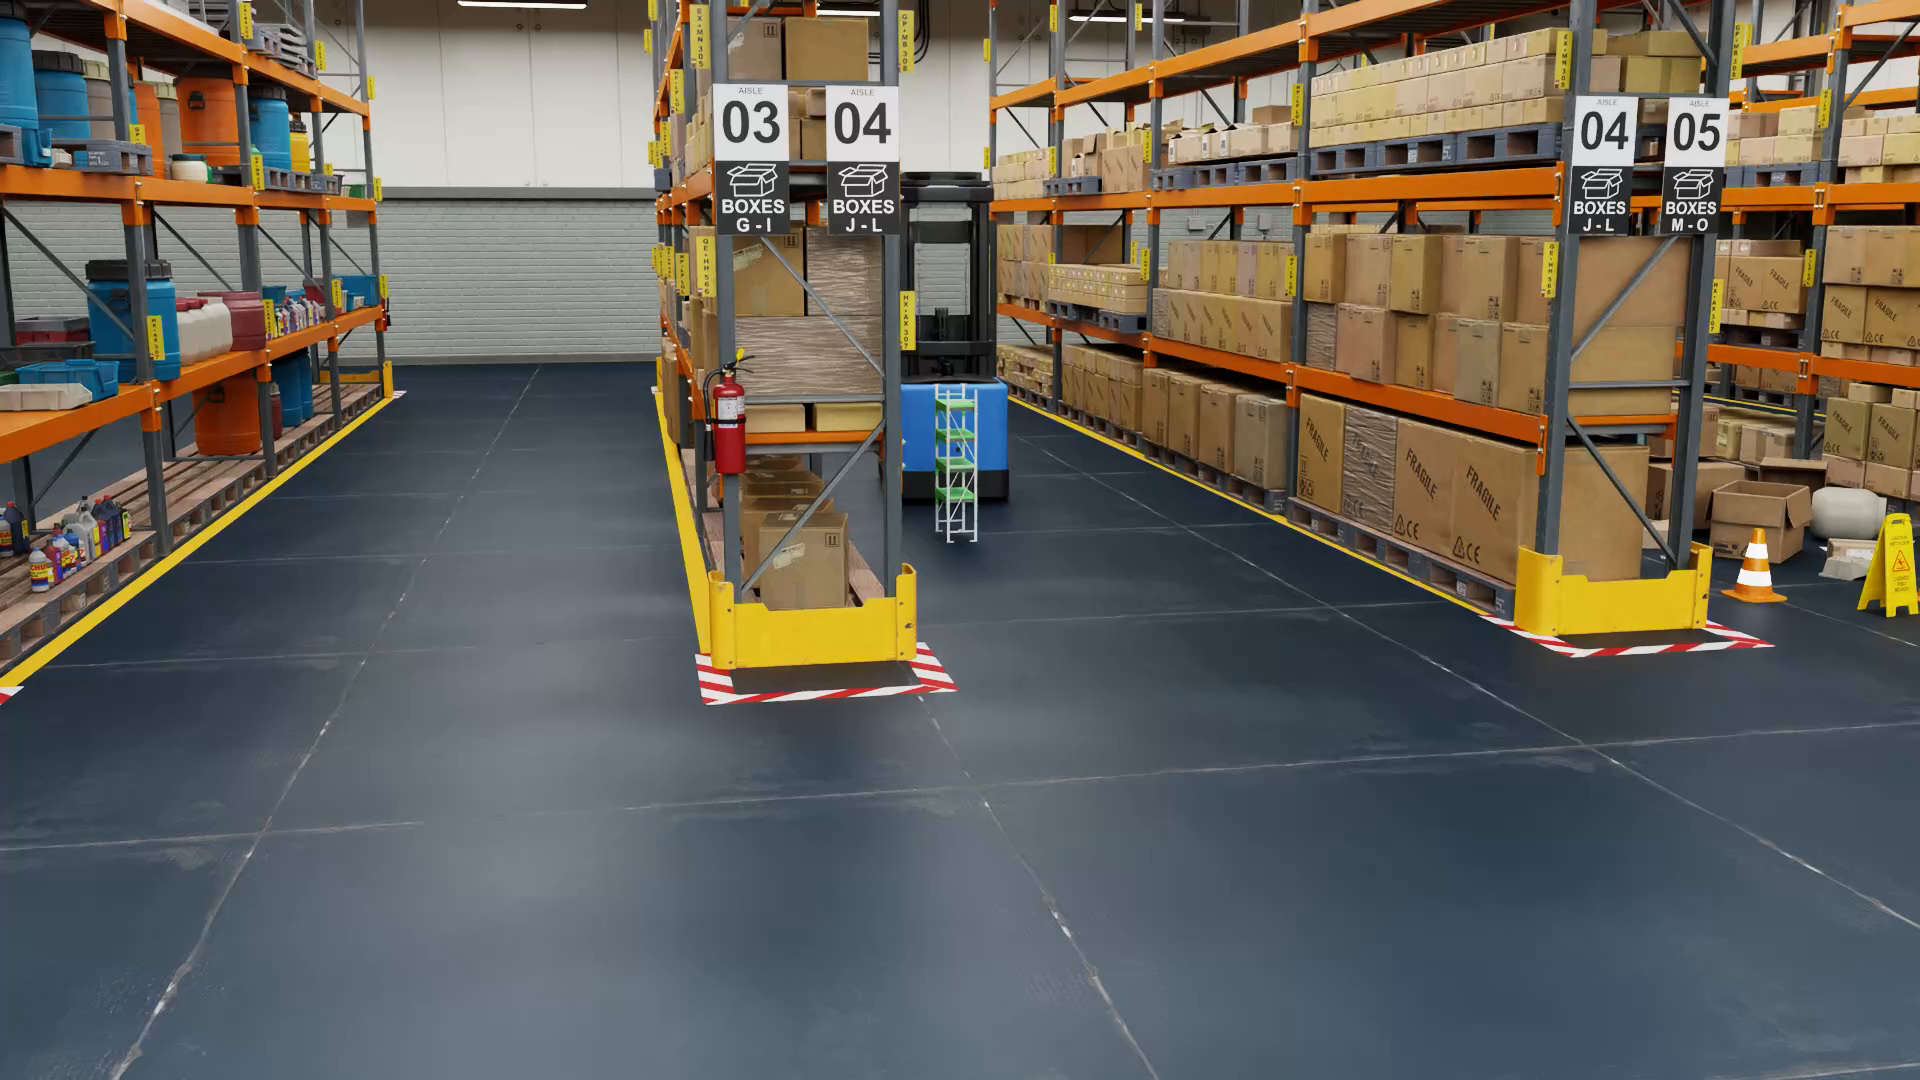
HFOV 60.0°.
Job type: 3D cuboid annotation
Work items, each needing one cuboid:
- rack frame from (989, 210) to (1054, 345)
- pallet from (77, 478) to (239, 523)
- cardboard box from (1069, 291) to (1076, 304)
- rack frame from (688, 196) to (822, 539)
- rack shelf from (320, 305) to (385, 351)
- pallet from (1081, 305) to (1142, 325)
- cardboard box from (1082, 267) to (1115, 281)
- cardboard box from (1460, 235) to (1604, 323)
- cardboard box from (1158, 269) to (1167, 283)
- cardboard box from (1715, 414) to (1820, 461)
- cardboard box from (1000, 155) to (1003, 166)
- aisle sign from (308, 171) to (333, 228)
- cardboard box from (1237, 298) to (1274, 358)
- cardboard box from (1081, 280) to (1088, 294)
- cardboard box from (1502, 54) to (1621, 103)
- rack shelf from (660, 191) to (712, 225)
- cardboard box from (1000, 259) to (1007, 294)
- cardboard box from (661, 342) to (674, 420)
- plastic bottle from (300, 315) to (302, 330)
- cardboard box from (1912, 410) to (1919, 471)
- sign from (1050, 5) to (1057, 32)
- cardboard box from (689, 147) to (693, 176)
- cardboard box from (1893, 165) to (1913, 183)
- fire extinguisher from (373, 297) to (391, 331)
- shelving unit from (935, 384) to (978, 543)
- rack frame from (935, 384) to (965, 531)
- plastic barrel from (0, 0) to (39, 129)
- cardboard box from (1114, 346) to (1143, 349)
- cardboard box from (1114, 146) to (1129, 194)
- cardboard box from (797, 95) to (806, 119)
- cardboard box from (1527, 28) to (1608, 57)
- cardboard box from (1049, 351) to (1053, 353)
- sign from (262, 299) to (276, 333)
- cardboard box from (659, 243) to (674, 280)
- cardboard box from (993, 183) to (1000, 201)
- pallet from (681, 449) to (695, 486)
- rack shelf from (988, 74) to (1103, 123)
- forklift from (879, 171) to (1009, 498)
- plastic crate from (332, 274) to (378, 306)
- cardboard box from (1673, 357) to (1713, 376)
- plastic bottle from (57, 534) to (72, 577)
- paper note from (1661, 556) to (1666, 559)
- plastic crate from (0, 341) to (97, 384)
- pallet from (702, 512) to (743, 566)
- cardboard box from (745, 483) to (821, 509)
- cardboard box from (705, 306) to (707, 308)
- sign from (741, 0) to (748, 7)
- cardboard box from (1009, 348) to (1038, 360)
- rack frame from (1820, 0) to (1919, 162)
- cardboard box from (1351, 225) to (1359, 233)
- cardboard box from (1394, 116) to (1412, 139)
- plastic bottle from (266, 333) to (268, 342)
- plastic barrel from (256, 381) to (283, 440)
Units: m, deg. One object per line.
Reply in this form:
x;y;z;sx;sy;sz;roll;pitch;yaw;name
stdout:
0.941;-3.877;25.546;1.000;3.000;0.127;-2;11;-11;rack frame
-6.900;-0.332;14.374;1.003;0.211;1.213;-2;11;-11;pallet
1.546;-2.948;20.214;0.380;0.149;0.250;-3;11;-14;cardboard box
-1.610;-1.515;13.133;1.000;3.000;0.127;-2;11;-11;rack frame
-8.414;-2.815;21.890;1.077;0.370;4.000;-2;11;-11;rack shelf
2.071;-2.678;19.755;1.003;0.211;1.213;-2;11;-11;pallet
1.652;-3.144;19.648;0.380;0.149;0.250;-2;11;-9;cardboard box
3.821;-1.714;10.891;0.875;0.550;0.550;-2;11;-11;cardboard box
2.447;-3.020;18.999;0.380;0.149;0.250;-3;11;-13;cardboard box
7.863;-1.018;16.430;0.950;0.372;0.625;-1;11;-7;cardboard box
0.793;-5.551;24.316;0.380;0.149;0.250;-2;11;-11;cardboard box
-9.108;-4.815;23.519;0.394;0.787;0.004;-2;11;-11;aisle sign
2.813;-1.904;14.912;0.500;0.500;0.500;-2;11;-12;cardboard box
1.650;-2.997;19.674;0.380;0.149;0.250;-2;11;-12;cardboard box
3.683;-2.824;10.204;0.500;0.250;0.500;-2;11;-10;cardboard box
-2.777;-3.735;18.701;1.077;0.370;4.000;-2;11;-11;rack shelf
0.886;-3.883;24.513;0.500;0.500;0.500;-2;11;-11;cardboard box
-2.848;-1.864;19.527;1.225;0.875;0.875;-3;11;-13;cardboard box
-7.386;-2.439;18.522;0.097;0.201;0.097;0;11;0;plastic bottle
8.175;-0.788;13.540;0.500;0.500;0.500;-2;11;-8;cardboard box
1.183;-6.572;20.950;0.100;0.325;0.005;-2;11;-11;sign
-1.666;-2.726;11.875;0.500;0.250;0.500;-2;11;-12;cardboard box
8.083;-3.068;13.941;0.380;0.149;0.250;-2;11;-11;cardboard box
-8.386;-3.359;24.024;0.296;0.674;0.183;-2;11;-11;fire extinguisher
-0.032;-0.620;13.244;0.258;1.200;0.503;-2;11;-11;shelving unit
-0.080;-0.665;13.479;0.240;1.200;0.015;-2;11;-11;rack frame
-6.380;-3.074;10.840;0.600;0.901;0.708;-2;11;-11;plastic barrel
2.198;-2.268;20.649;0.500;0.250;0.500;-2;11;-8;cardboard box
2.026;-4.120;18.529;0.500;0.500;0.500;-2;11;-11;cardboard box
-0.785;-2.529;9.772;0.380;0.149;0.250;-2;11;-12;cardboard box
3.654;-2.990;10.008;0.380;0.149;0.250;-2;11;-10;cardboard box
1.497;-2.647;23.993;0.380;0.149;0.250;-3;11;-13;cardboard box
-6.709;-2.170;16.137;0.100;0.325;0.005;-2;11;-11;sign
-3.912;-3.872;23.118;0.500;0.500;0.500;-2;11;-13;cardboard box
0.777;-5.186;24.798;0.500;0.250;0.500;-2;11;-9;cardboard box
-2.238;-0.735;16.494;1.003;0.211;1.213;-2;11;-11;pallet
1.330;-6.103;23.126;1.077;0.370;4.000;-2;11;-11;rack shelf
-0.220;-2.028;16.010;1.130;2.935;3.031;-1;11;-6;forklift
-8.554;-3.528;23.454;0.616;0.435;0.499;-2;11;-11;plastic crate
11.001;-2.771;25.297;0.700;0.500;0.500;-3;11;-13;cardboard box
-5.824;0.098;10.779;0.097;0.271;0.097;0;11;0;plastic bottle
5.283;0.129;12.492;0.032;0.001;0.123;4;11;18;paper note
-6.492;-1.204;11.663;0.767;0.338;0.504;-2;11;-11;plastic crate
-1.445;-0.023;12.753;1.003;0.211;1.213;-2;11;-11;pallet
-1.191;-0.099;11.254;0.500;0.500;0.500;-1;11;-6;cardboard box
-1.182;-1.259;10.725;0.875;0.500;0.500;-2;11;-11;cardboard box
-2.636;-6.449;20.301;0.100;0.325;0.005;-2;11;-11;sign
0.934;-2.728;24.415;0.380;0.149;0.250;-3;11;-14;cardboard box
8.110;-4.822;14.465;1.000;3.000;0.127;-2;11;-11;rack frame
5.933;-4.528;24.285;0.380;0.149;0.250;-2;11;-11;cardboard box
3.308;-2.924;11.796;0.380;0.149;0.250;-2;11;-10;cardboard box
-7.028;-2.102;16.749;0.097;0.201;0.097;0;11;0;plastic bottle
-7.578;-1.386;17.783;0.600;0.588;0.708;-2;11;-11;plastic barrel
